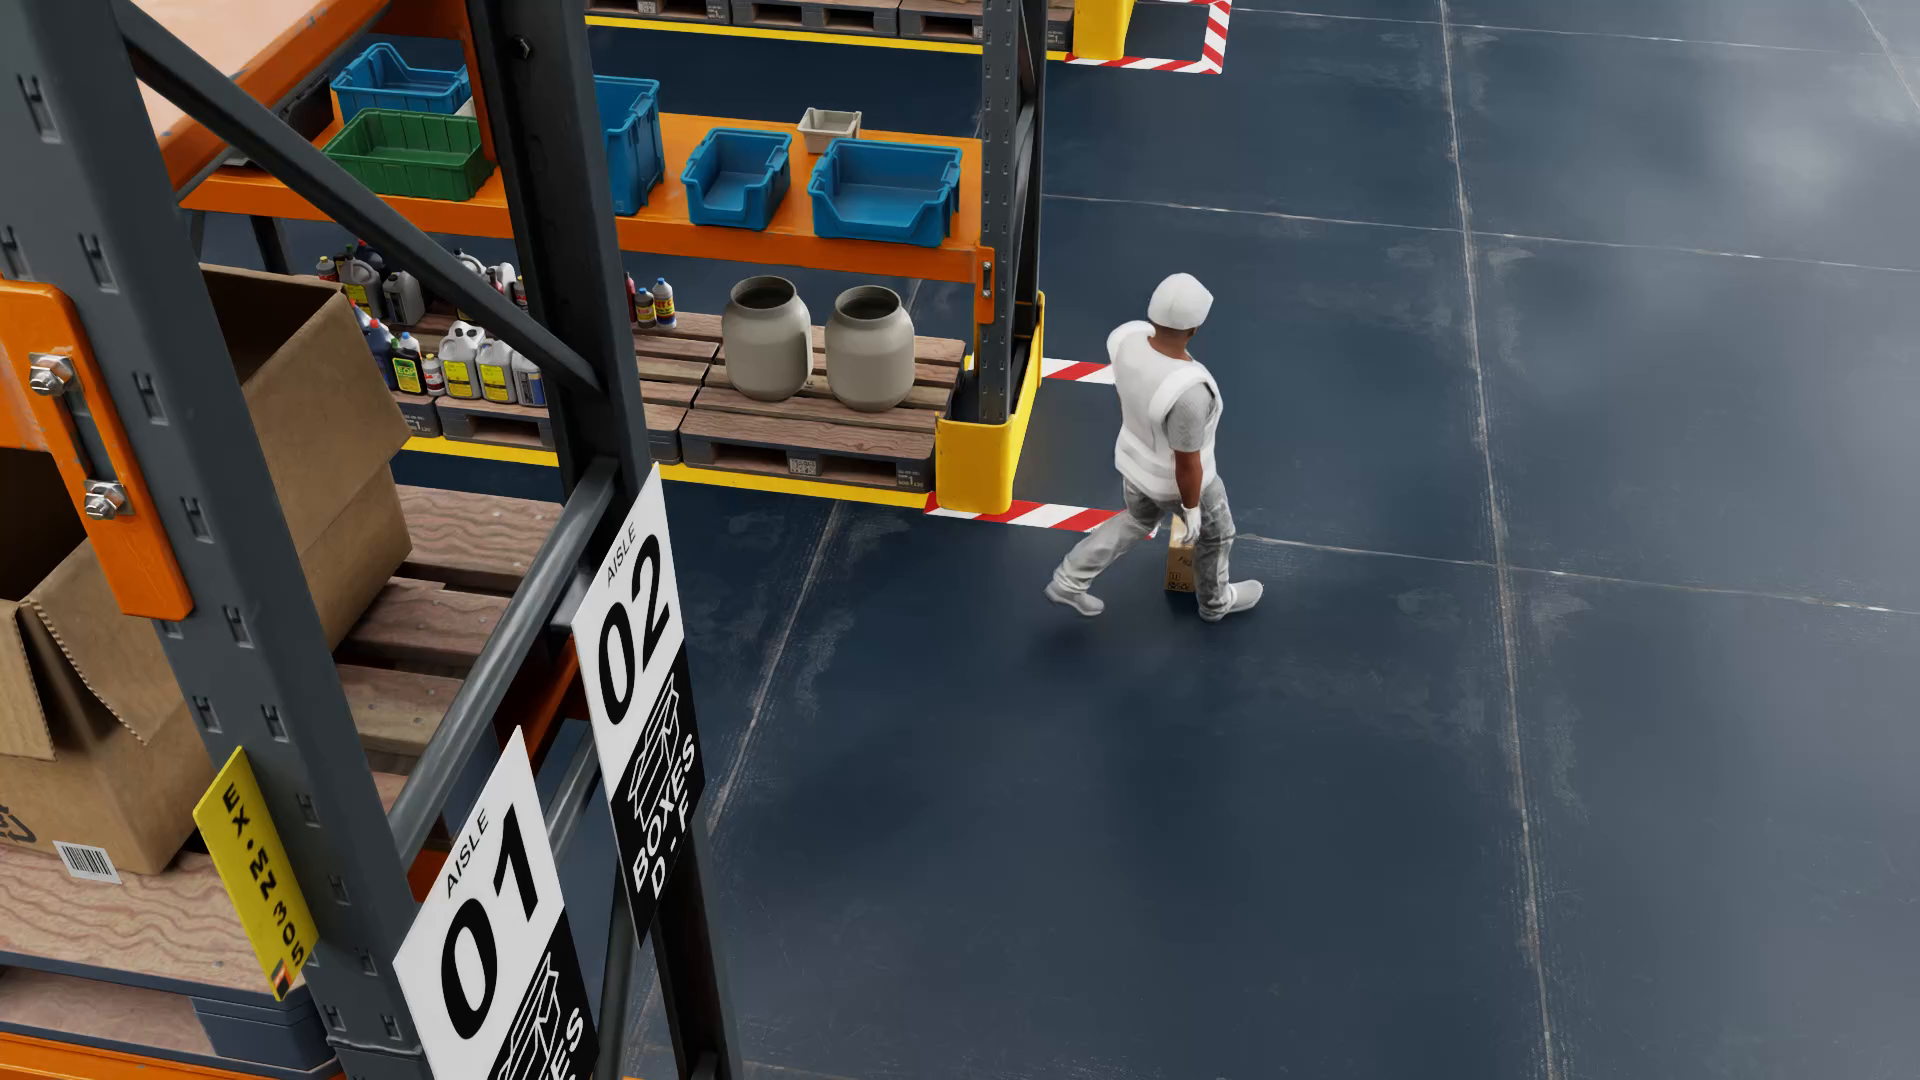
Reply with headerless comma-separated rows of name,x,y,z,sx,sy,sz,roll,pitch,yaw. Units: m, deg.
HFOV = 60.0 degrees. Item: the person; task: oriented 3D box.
person,0.845,-0.314,6.542,0.943,1.743,0.579,-21,44,-23
